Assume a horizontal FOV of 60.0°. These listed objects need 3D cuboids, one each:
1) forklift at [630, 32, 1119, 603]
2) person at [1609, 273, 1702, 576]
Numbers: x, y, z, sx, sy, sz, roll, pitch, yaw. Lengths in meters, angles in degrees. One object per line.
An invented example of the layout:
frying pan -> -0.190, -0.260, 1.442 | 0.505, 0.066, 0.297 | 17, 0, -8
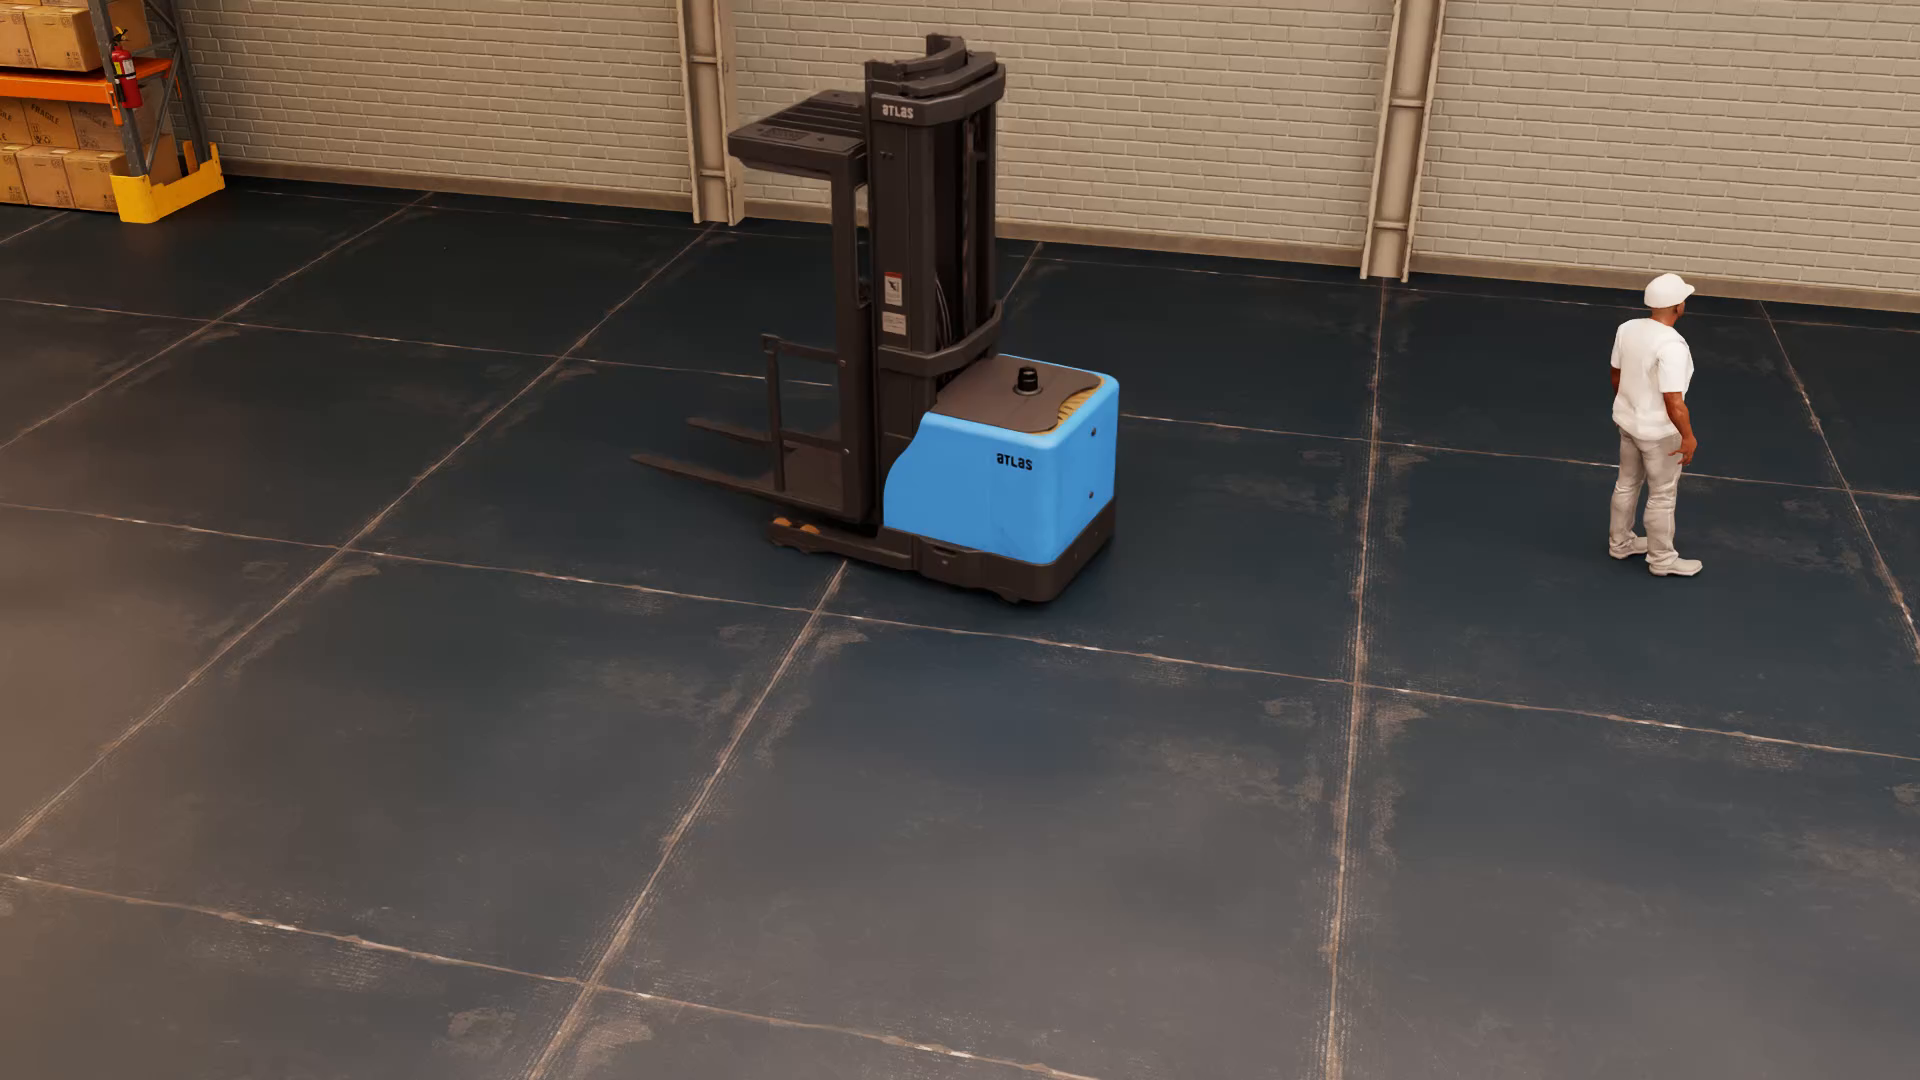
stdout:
forklift -> -0.614, -1.413, 9.664 | 3.031, 2.935, 1.130 | 14, 32, 23
person -> 4.021, -0.679, 9.535 | 0.577, 1.766, 0.665 | -7, 30, -13
